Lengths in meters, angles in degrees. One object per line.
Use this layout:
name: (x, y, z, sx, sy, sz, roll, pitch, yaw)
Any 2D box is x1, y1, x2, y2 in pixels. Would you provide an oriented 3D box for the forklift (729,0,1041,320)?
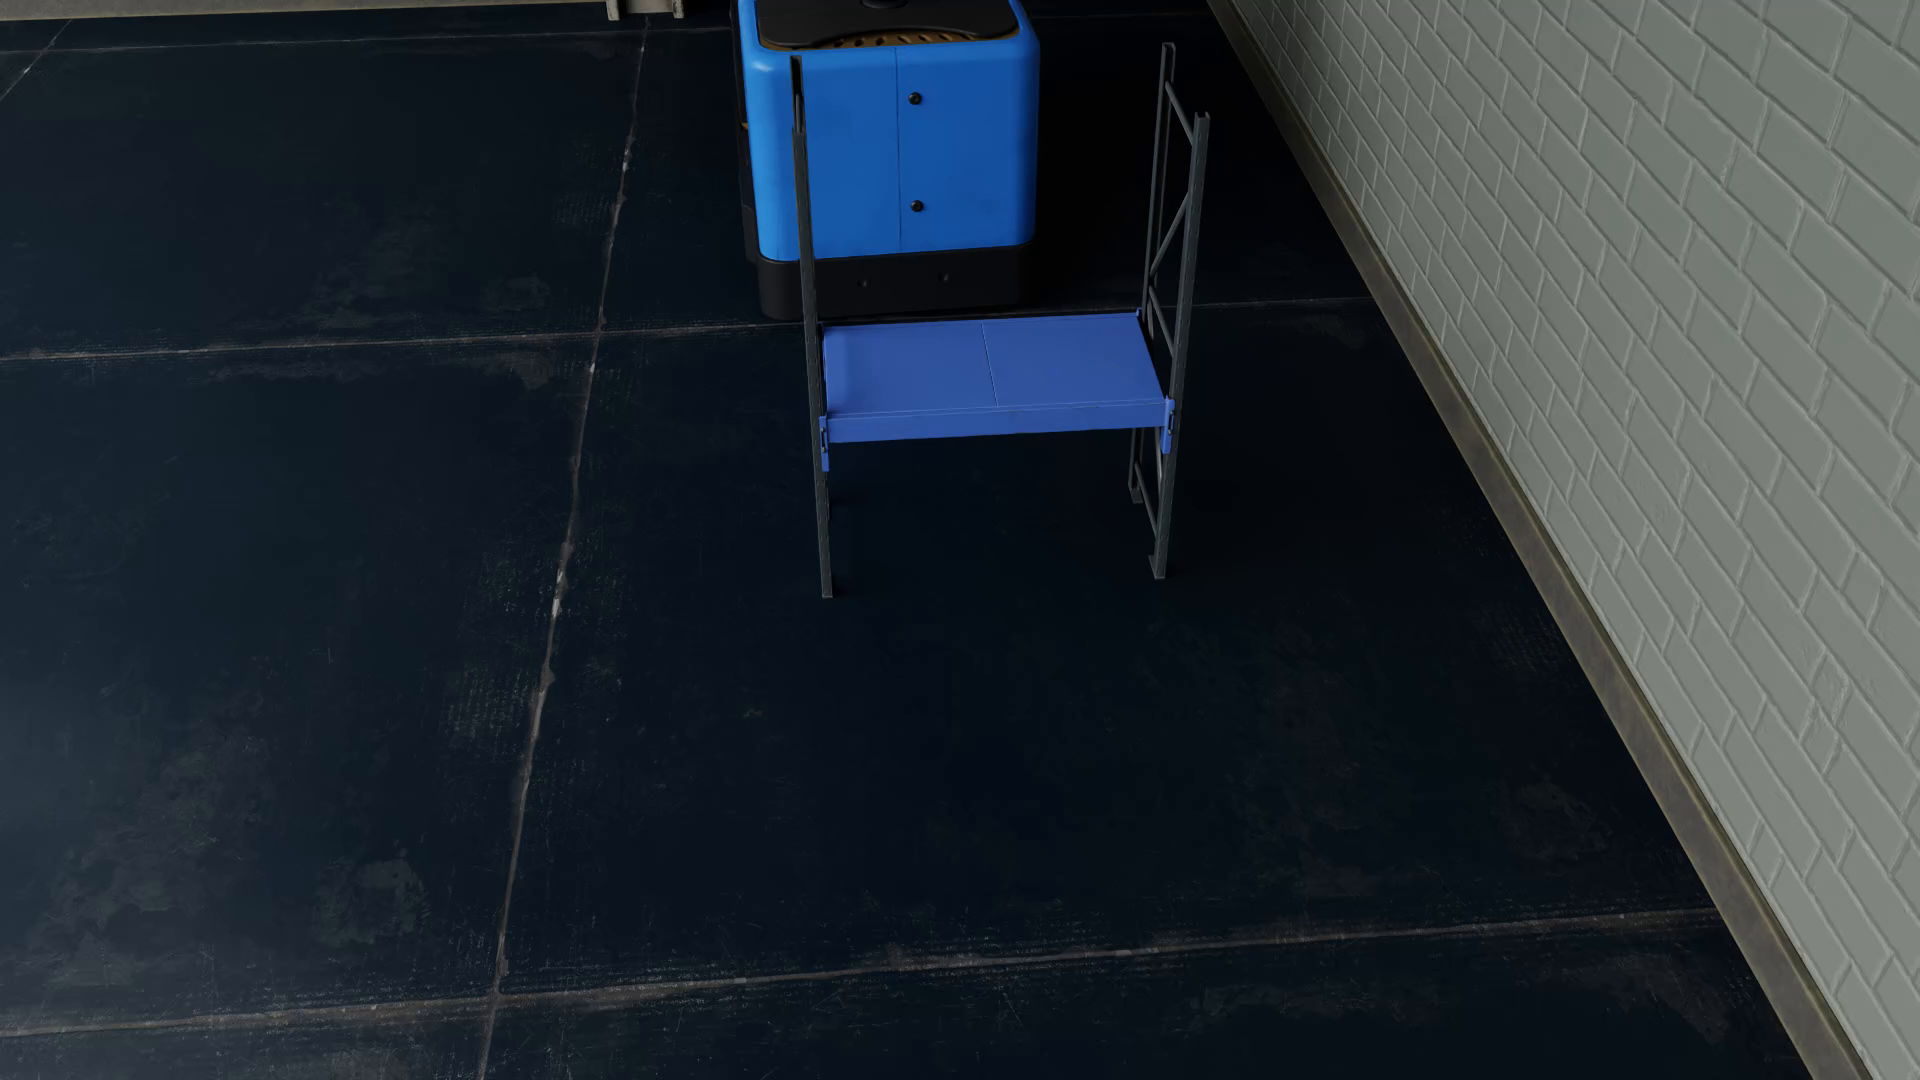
forklift: (-0.425, -2.873, 6.525, 1.130, 2.935, 3.031, -5, 39, -6)

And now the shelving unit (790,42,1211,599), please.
shelving unit: (0.085, -0.593, 4.791, 1.048, 1.500, 0.538, -3, 38, -4)

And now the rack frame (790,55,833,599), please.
rack frame: (-0.421, -0.566, 4.756, 0.032, 1.500, 0.500, -3, 38, -4)

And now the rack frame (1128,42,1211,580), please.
rack frame: (0.591, -0.621, 4.827, 0.032, 1.500, 0.500, -3, 38, -4)

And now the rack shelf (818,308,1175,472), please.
rack shelf: (0.085, -0.452, 4.903, 1.000, 0.185, 0.538, -3, 38, -4)
